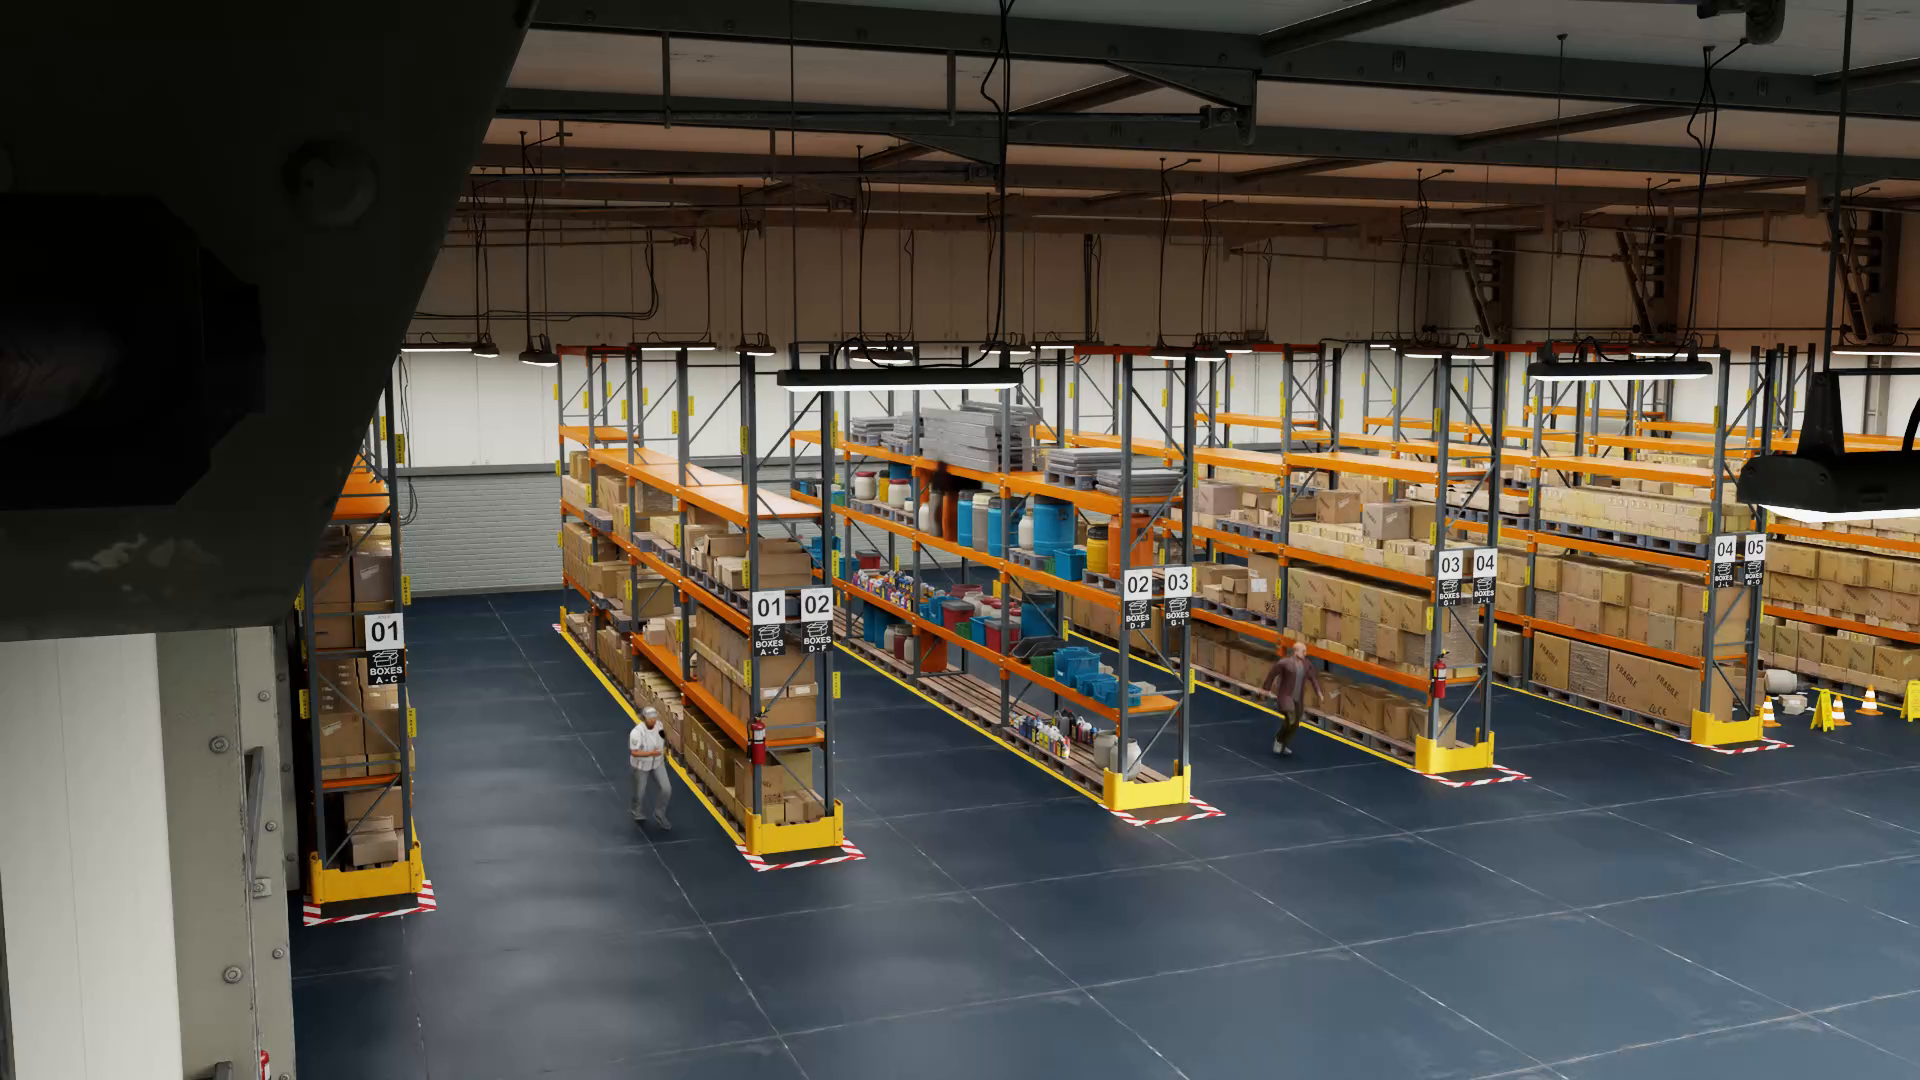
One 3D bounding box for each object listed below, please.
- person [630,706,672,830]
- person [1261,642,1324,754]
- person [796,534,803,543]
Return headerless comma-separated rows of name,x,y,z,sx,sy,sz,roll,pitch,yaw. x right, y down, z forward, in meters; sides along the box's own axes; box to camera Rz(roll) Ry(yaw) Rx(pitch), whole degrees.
person,-3.963,2.869,21.073,0.534,1.616,0.904,-4,8,-31
person,4.945,2.349,24.552,0.704,1.723,0.828,-3,8,-24
person,-3.908,0.612,39.097,0.623,1.521,0.496,-1,7,-4
